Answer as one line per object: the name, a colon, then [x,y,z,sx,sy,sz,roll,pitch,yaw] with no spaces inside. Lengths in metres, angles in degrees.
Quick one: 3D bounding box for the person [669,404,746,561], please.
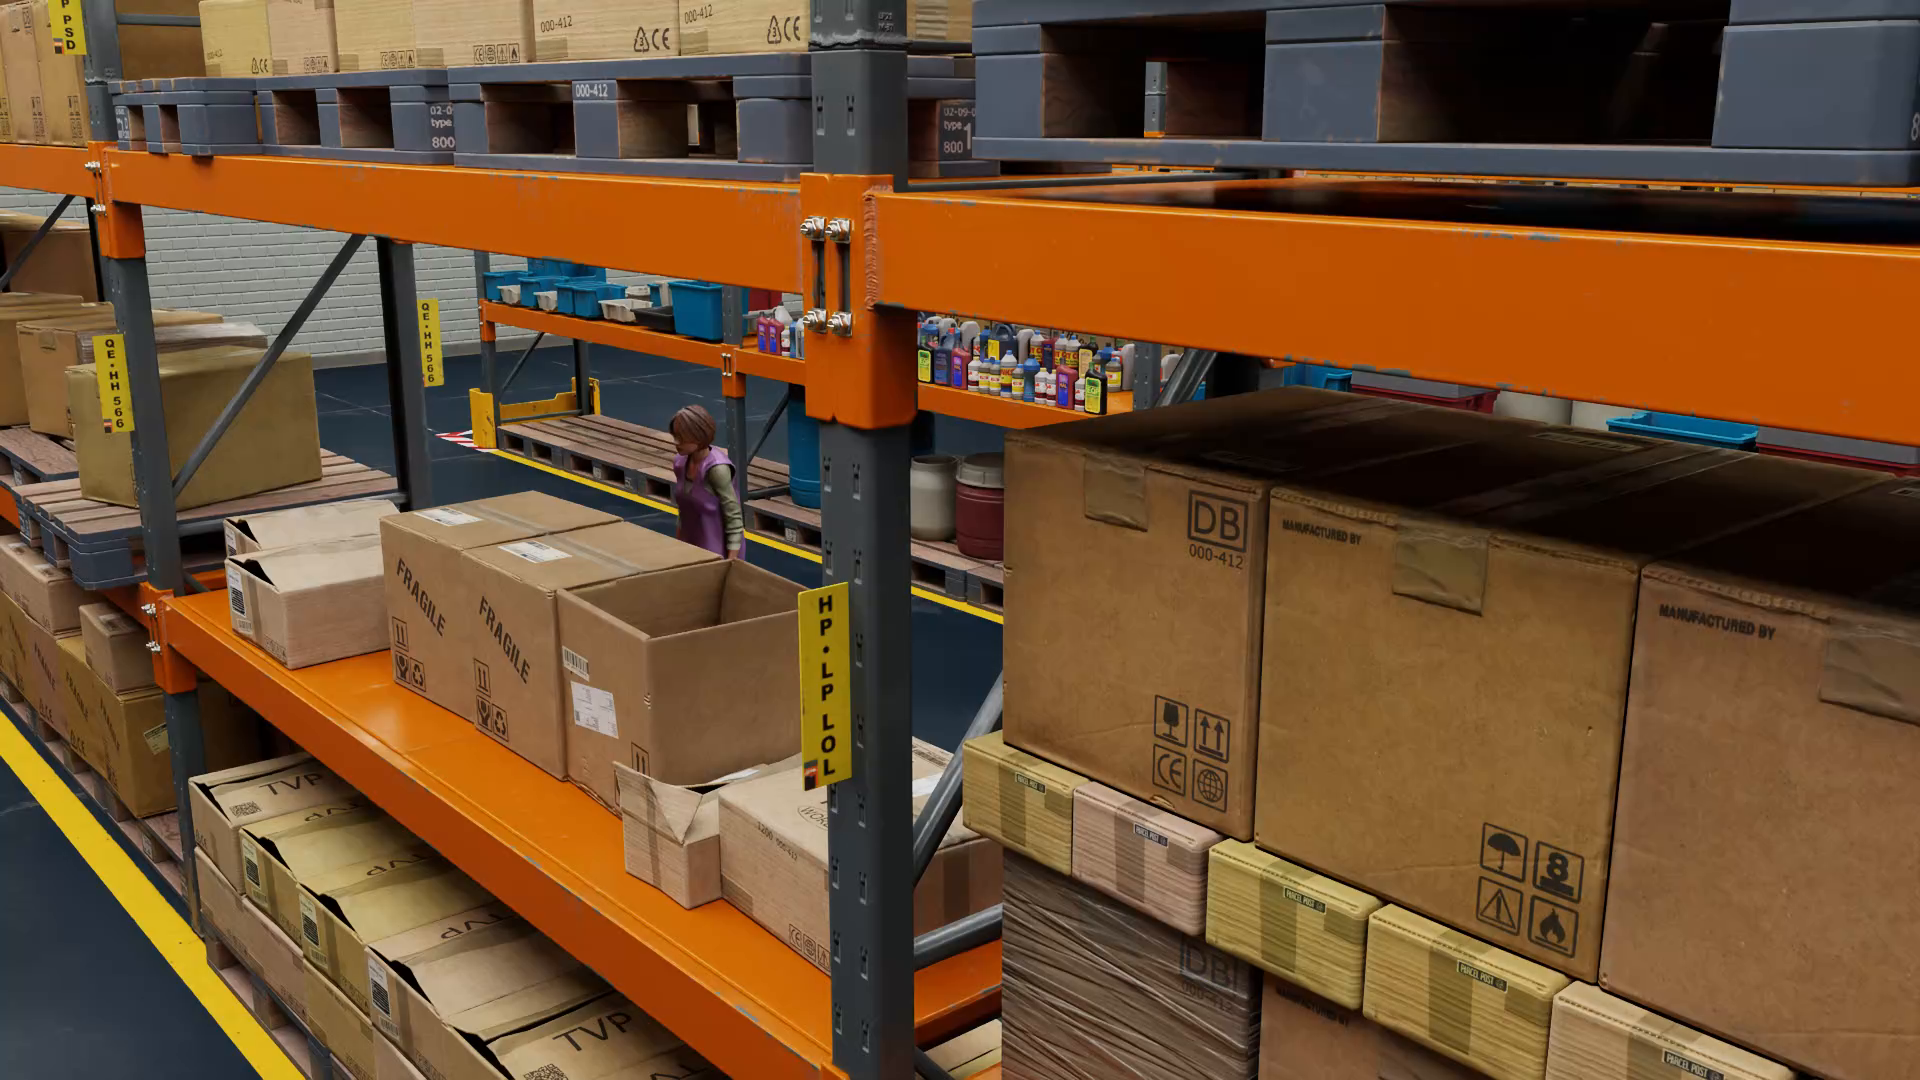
person: [-1.229,0.126,8.038,0.347,1.592,0.484,-14,20,-43]
